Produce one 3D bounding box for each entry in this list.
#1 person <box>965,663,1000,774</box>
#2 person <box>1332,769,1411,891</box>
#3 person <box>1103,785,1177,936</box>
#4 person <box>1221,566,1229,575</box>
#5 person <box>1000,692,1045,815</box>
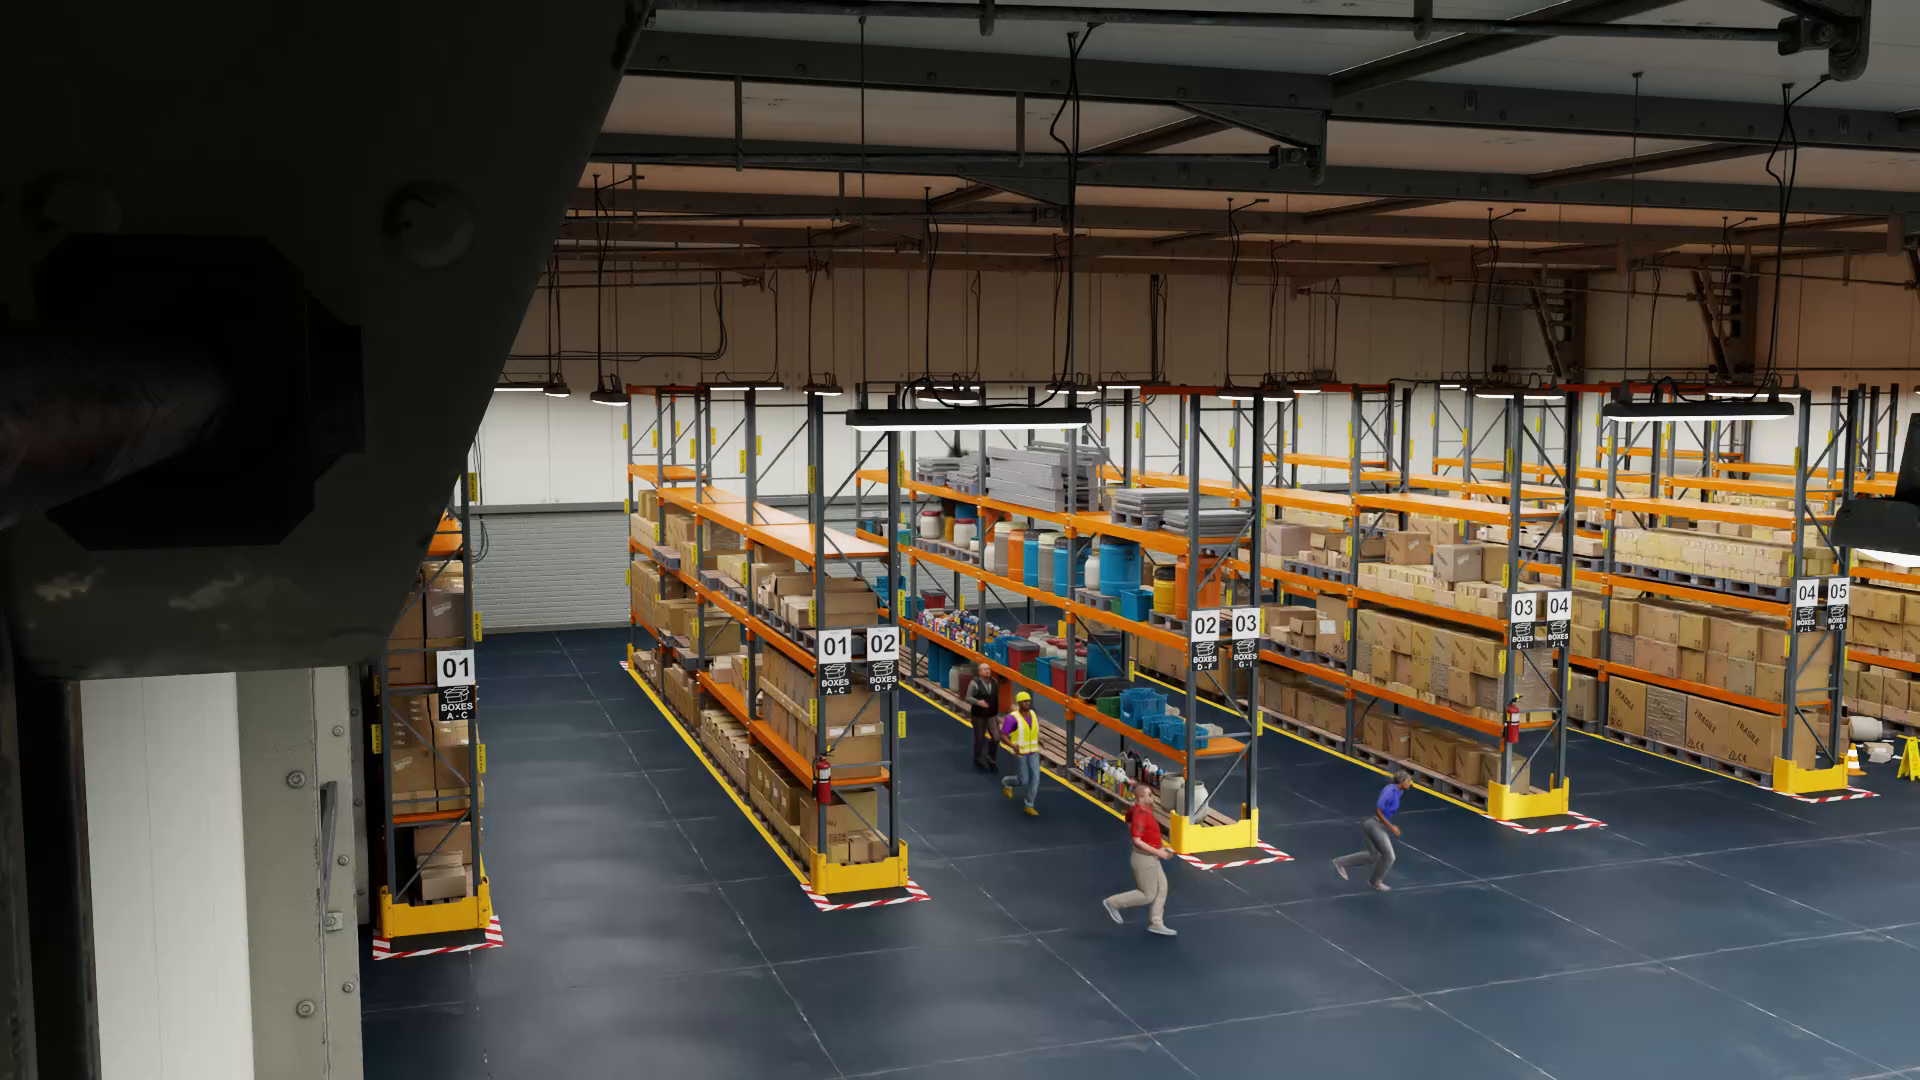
[{"bbox_3d":[0.385,2.726,26.077,0.641,1.611,0.744,-2,6,-18],"label":"person"},{"bbox_3d":[5.005,3.517,20.234,0.910,1.534,0.563,2,6,19],"label":"person"},{"bbox_3d":[2.023,3.588,18.613,0.829,1.709,0.664,1,6,7],"label":"person"},{"bbox_3d":[6.078,1.482,39.090,0.731,1.728,0.817,-1,6,-6],"label":"person"},{"bbox_3d":[0.904,3.023,23.768,0.699,1.738,0.758,-4,7,-33],"label":"person"}]
